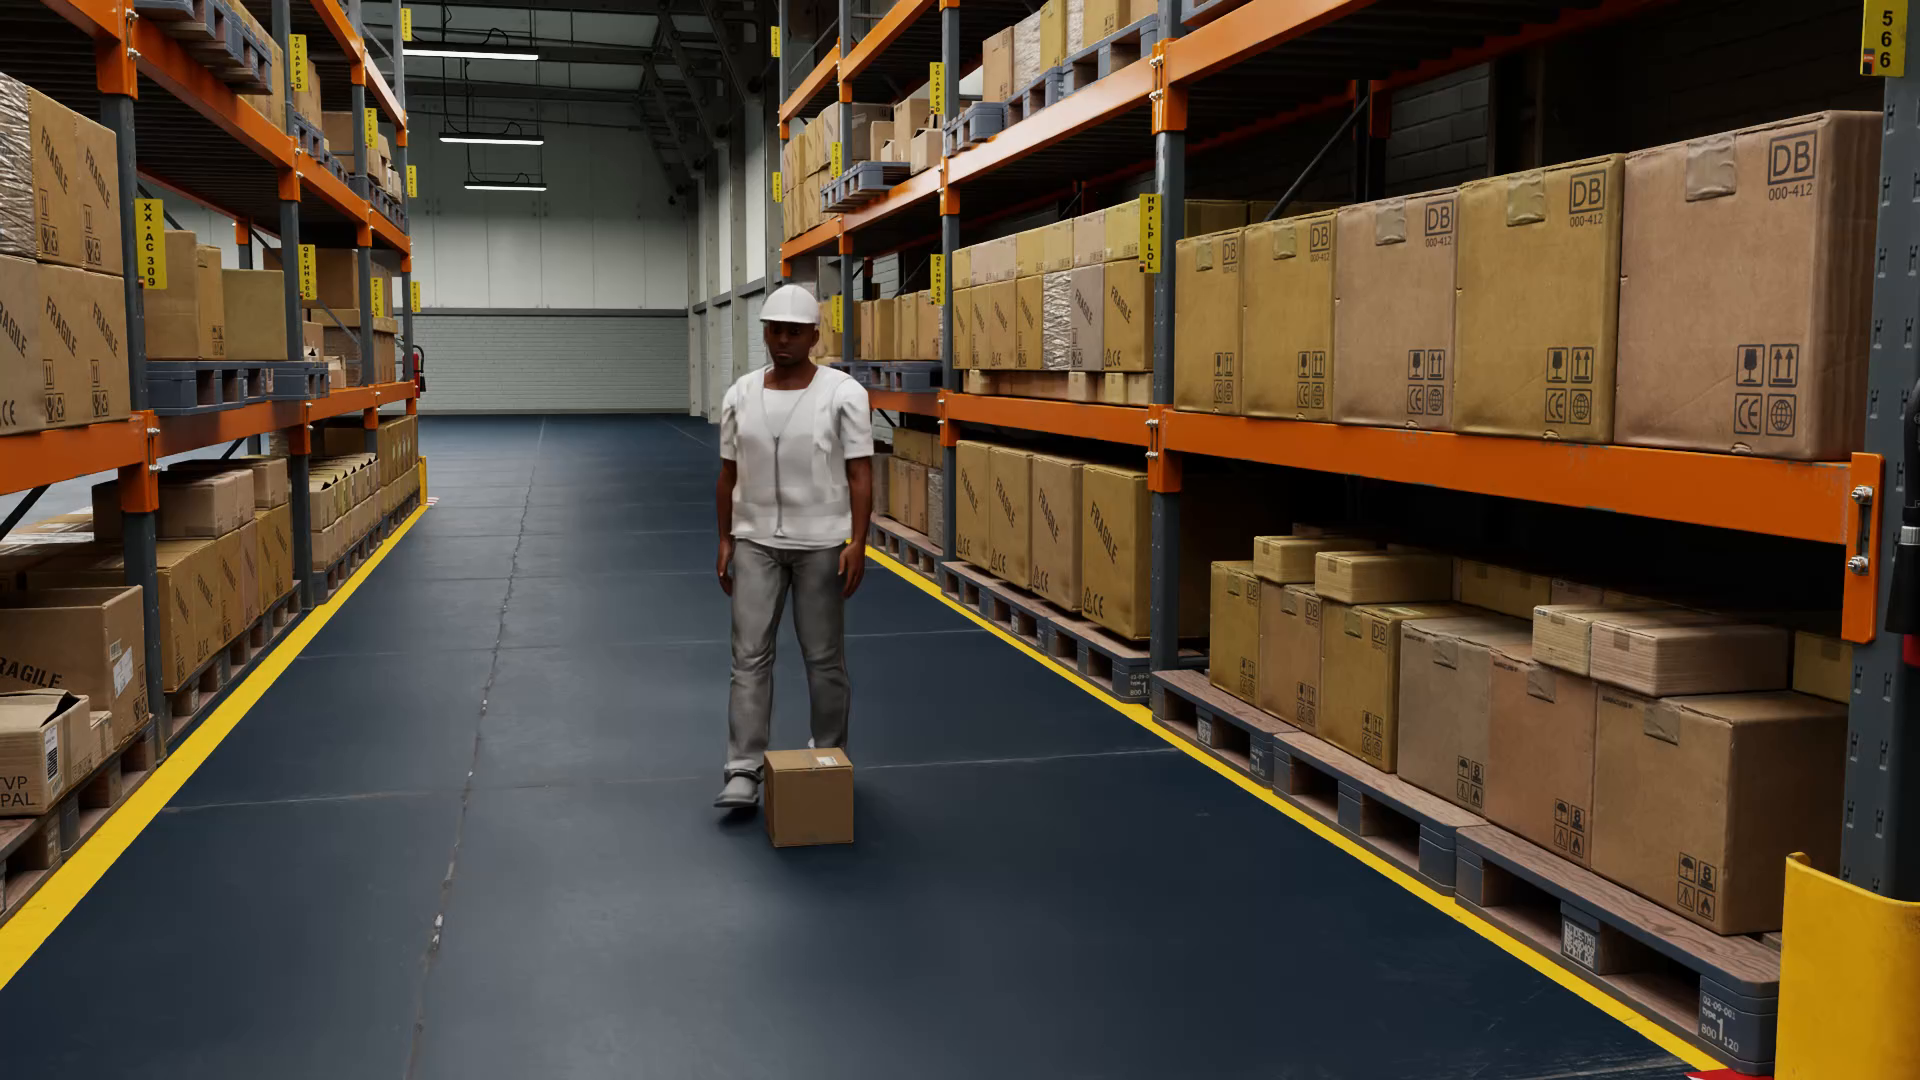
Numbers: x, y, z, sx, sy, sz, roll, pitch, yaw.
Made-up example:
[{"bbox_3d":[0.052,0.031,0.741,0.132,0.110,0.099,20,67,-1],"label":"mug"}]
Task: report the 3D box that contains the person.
[{"bbox_3d":[-0.598,0.021,5.623,0.565,1.760,0.685,1,6,10],"label":"person"}]
